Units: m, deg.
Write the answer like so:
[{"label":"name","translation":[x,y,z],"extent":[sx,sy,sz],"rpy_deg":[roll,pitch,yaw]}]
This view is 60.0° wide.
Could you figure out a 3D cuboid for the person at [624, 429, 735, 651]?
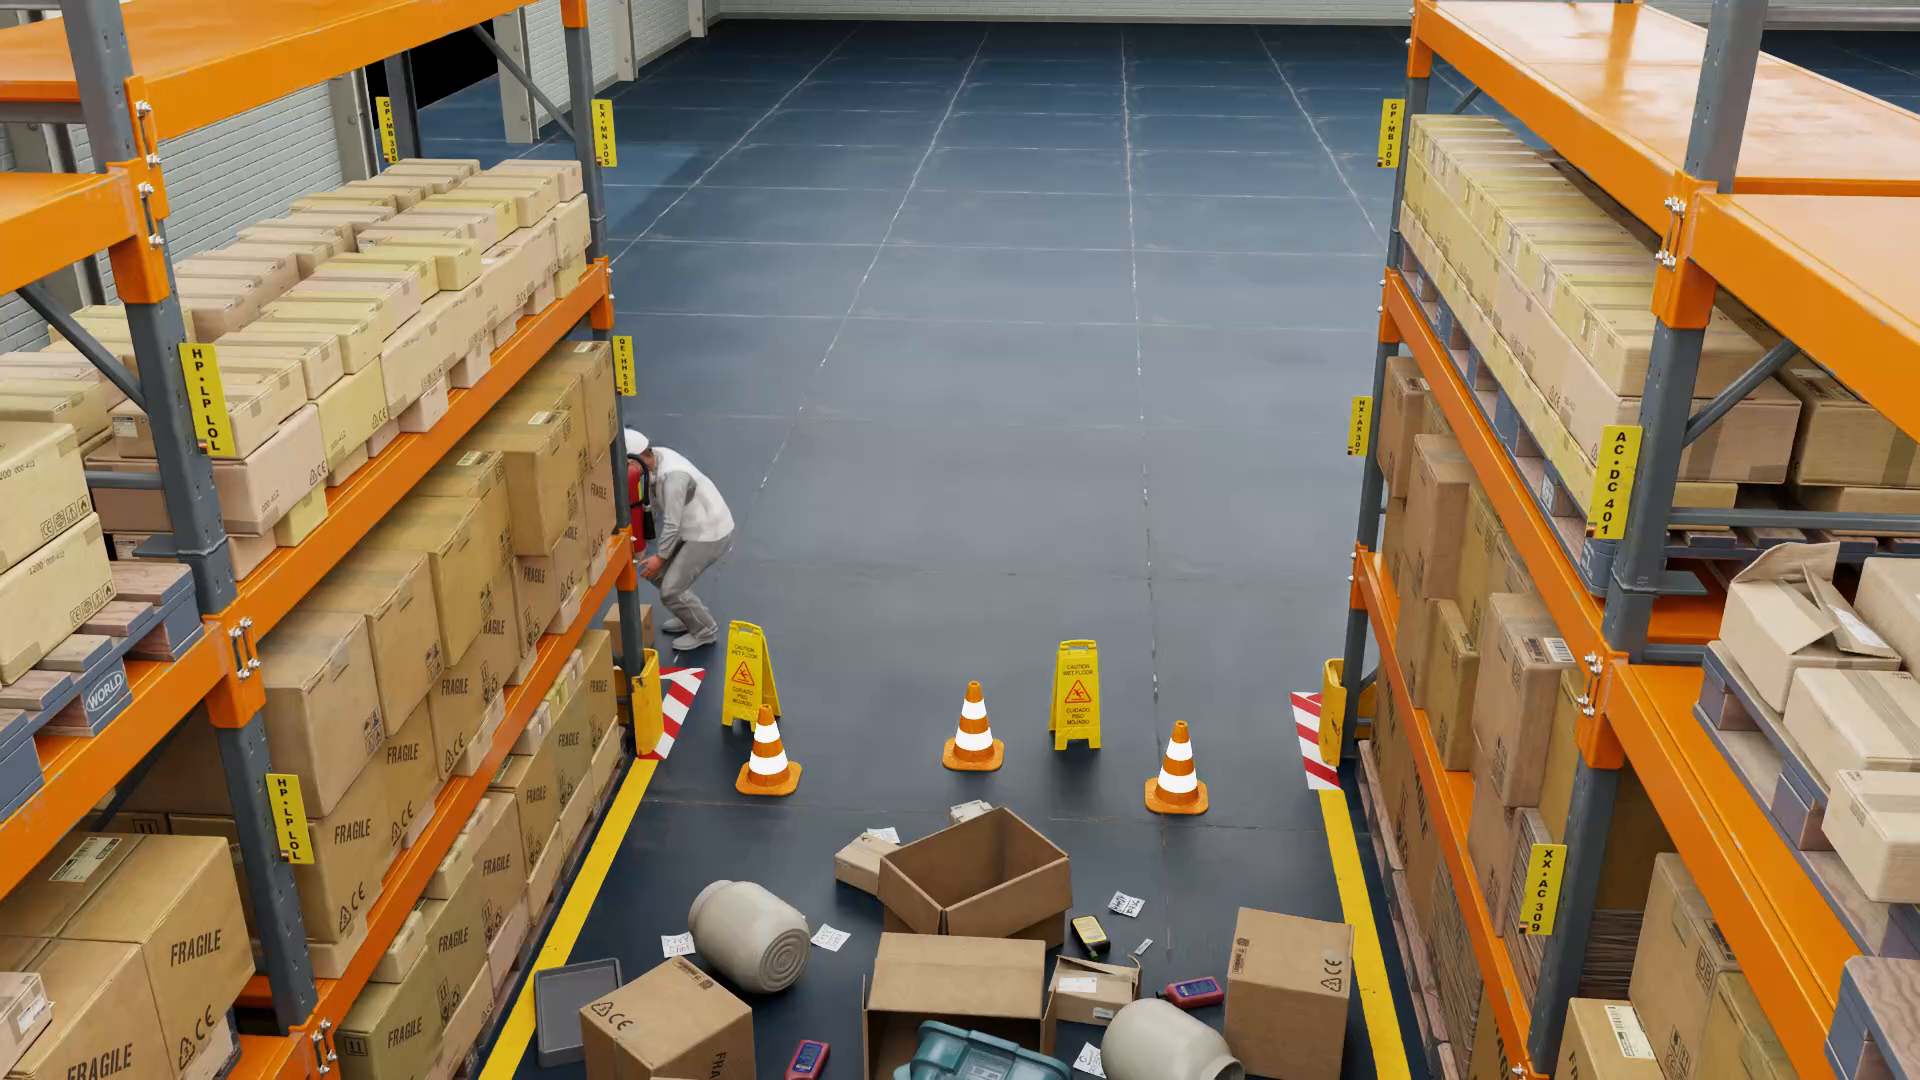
[{"label":"person","translation":[-1.781,-0.025,10.399],"extent":[0.734,1.478,0.591],"rpy_deg":[-10,26,-20]}]
